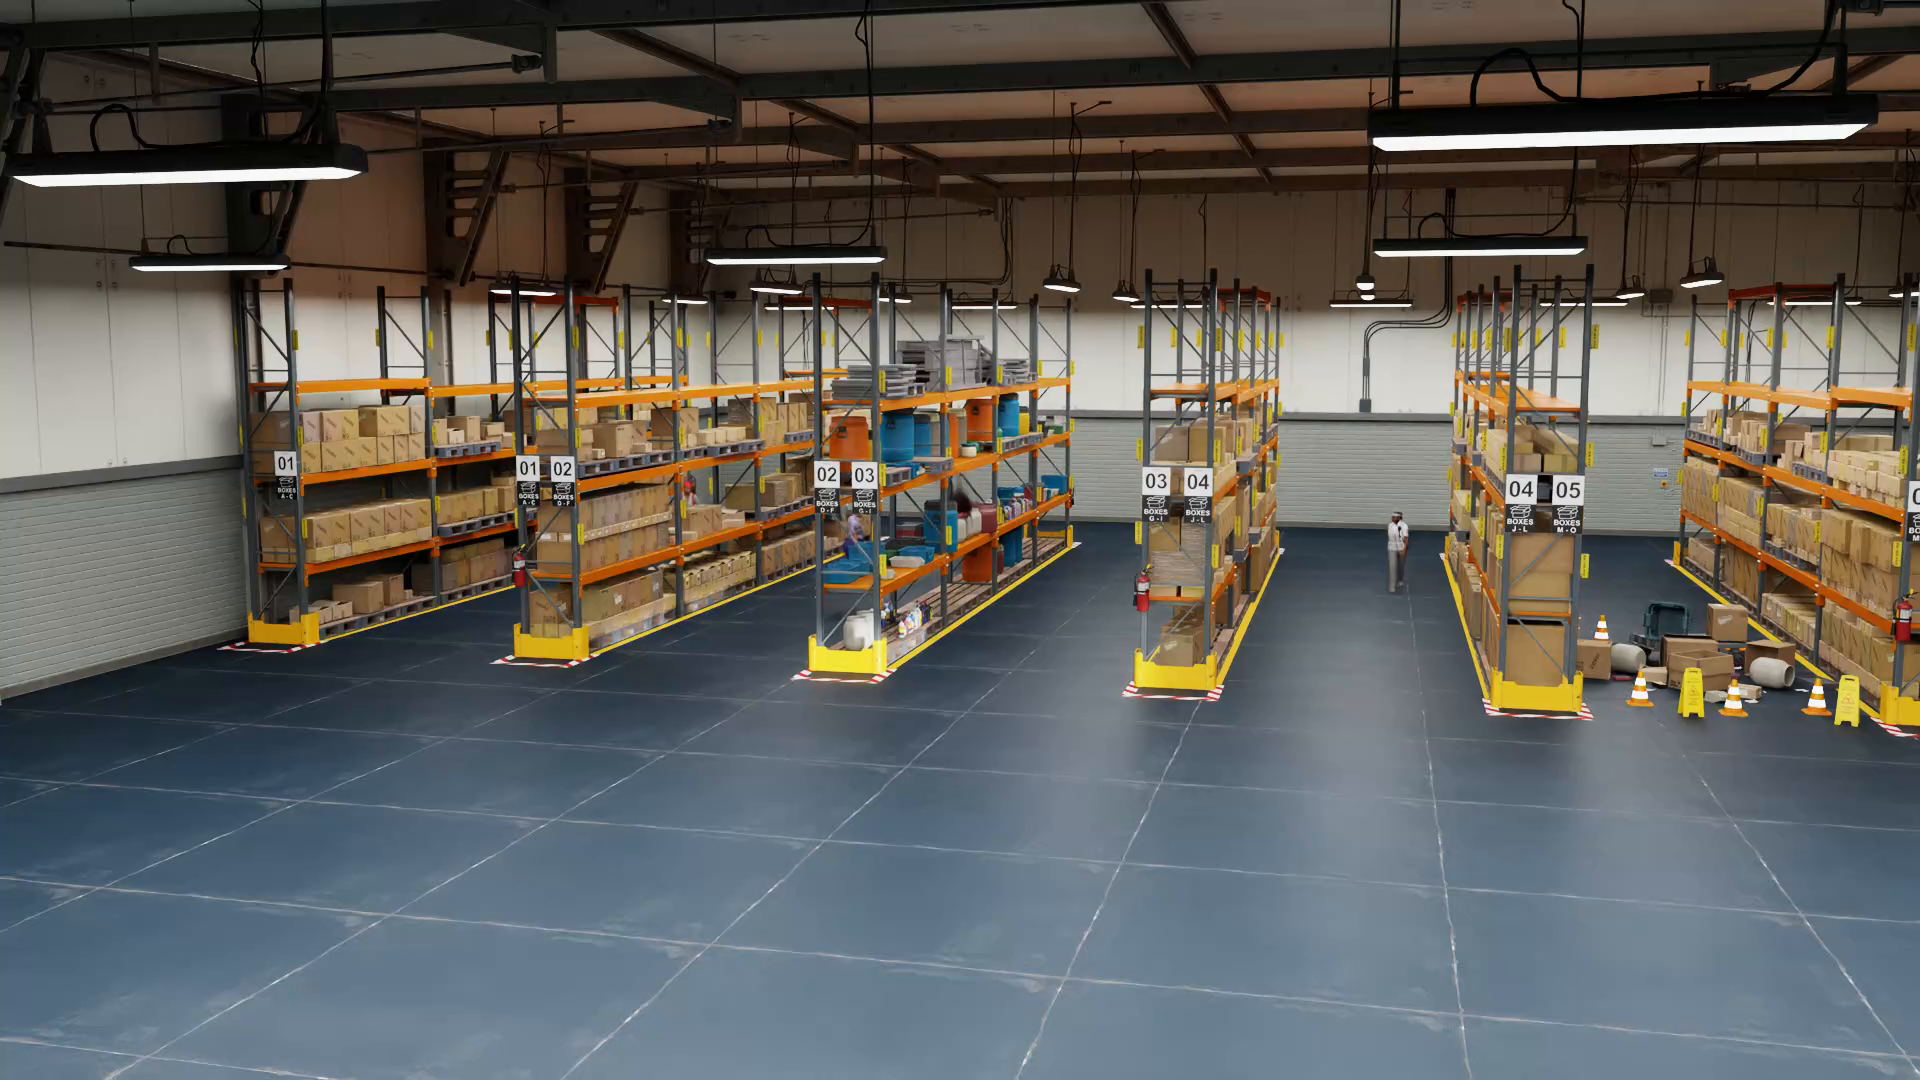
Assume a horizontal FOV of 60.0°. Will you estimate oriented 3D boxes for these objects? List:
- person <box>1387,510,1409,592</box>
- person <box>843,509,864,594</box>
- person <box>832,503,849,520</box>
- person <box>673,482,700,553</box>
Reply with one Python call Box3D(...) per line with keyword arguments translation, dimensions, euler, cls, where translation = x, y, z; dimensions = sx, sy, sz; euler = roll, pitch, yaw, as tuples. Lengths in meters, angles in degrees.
Box3D(translation=(8.761, 0.201, 33.290), dimensions=(0.410, 1.627, 0.987), euler=(2, 7, 14), cls="person")
Box3D(translation=(-2.013, 0.186, 31.205), dimensions=(0.447, 1.699, 0.491), euler=(-6, 9, -41), cls="person")
Box3D(translation=(-3.119, -0.982, 43.004), dimensions=(0.485, 1.688, 0.385), euler=(0, 7, 3), cls="person")
Box3D(translation=(-6.372, -0.468, 38.752), dimensions=(0.738, 1.804, 0.877), euler=(2, 7, 12), cls="person")
